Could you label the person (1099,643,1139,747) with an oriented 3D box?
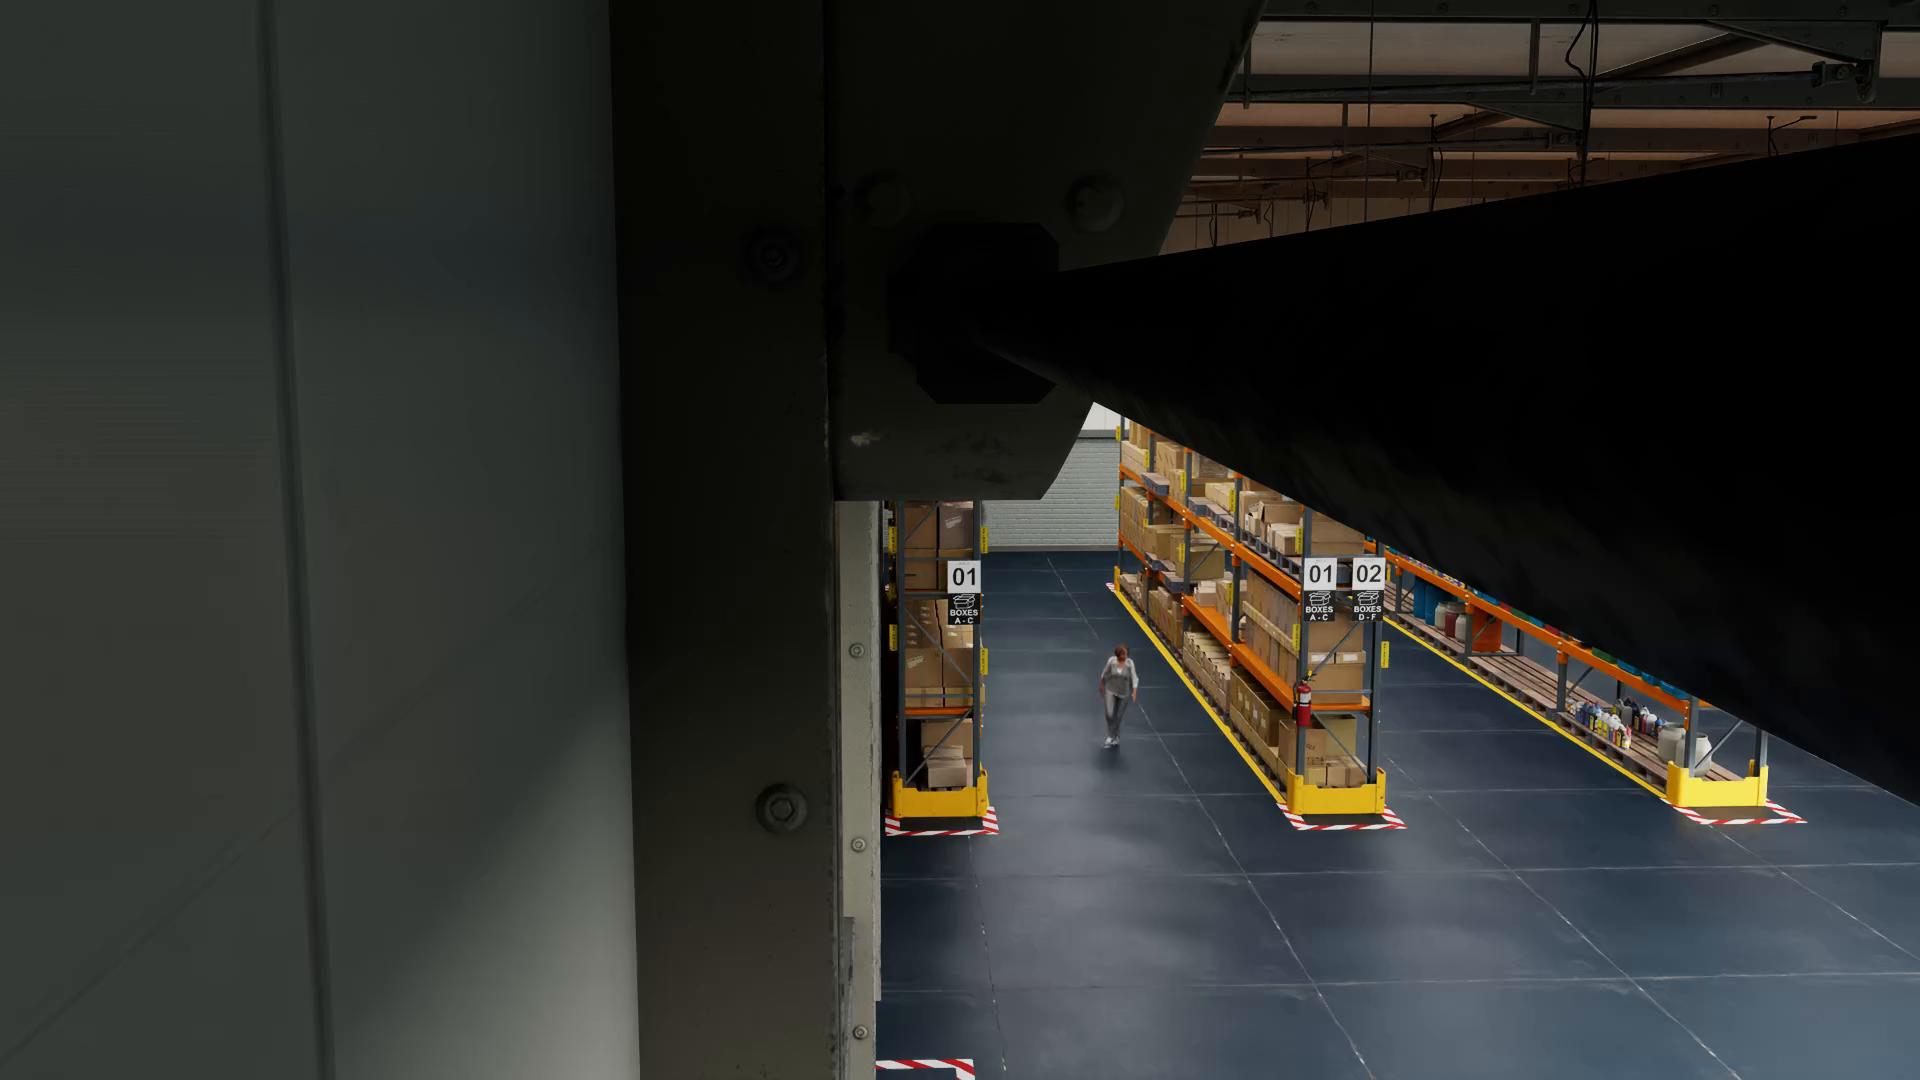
[{"bbox_3d":[2.243,2.183,23.535,0.510,1.530,0.732,0,8,-1],"label":"person"}]
